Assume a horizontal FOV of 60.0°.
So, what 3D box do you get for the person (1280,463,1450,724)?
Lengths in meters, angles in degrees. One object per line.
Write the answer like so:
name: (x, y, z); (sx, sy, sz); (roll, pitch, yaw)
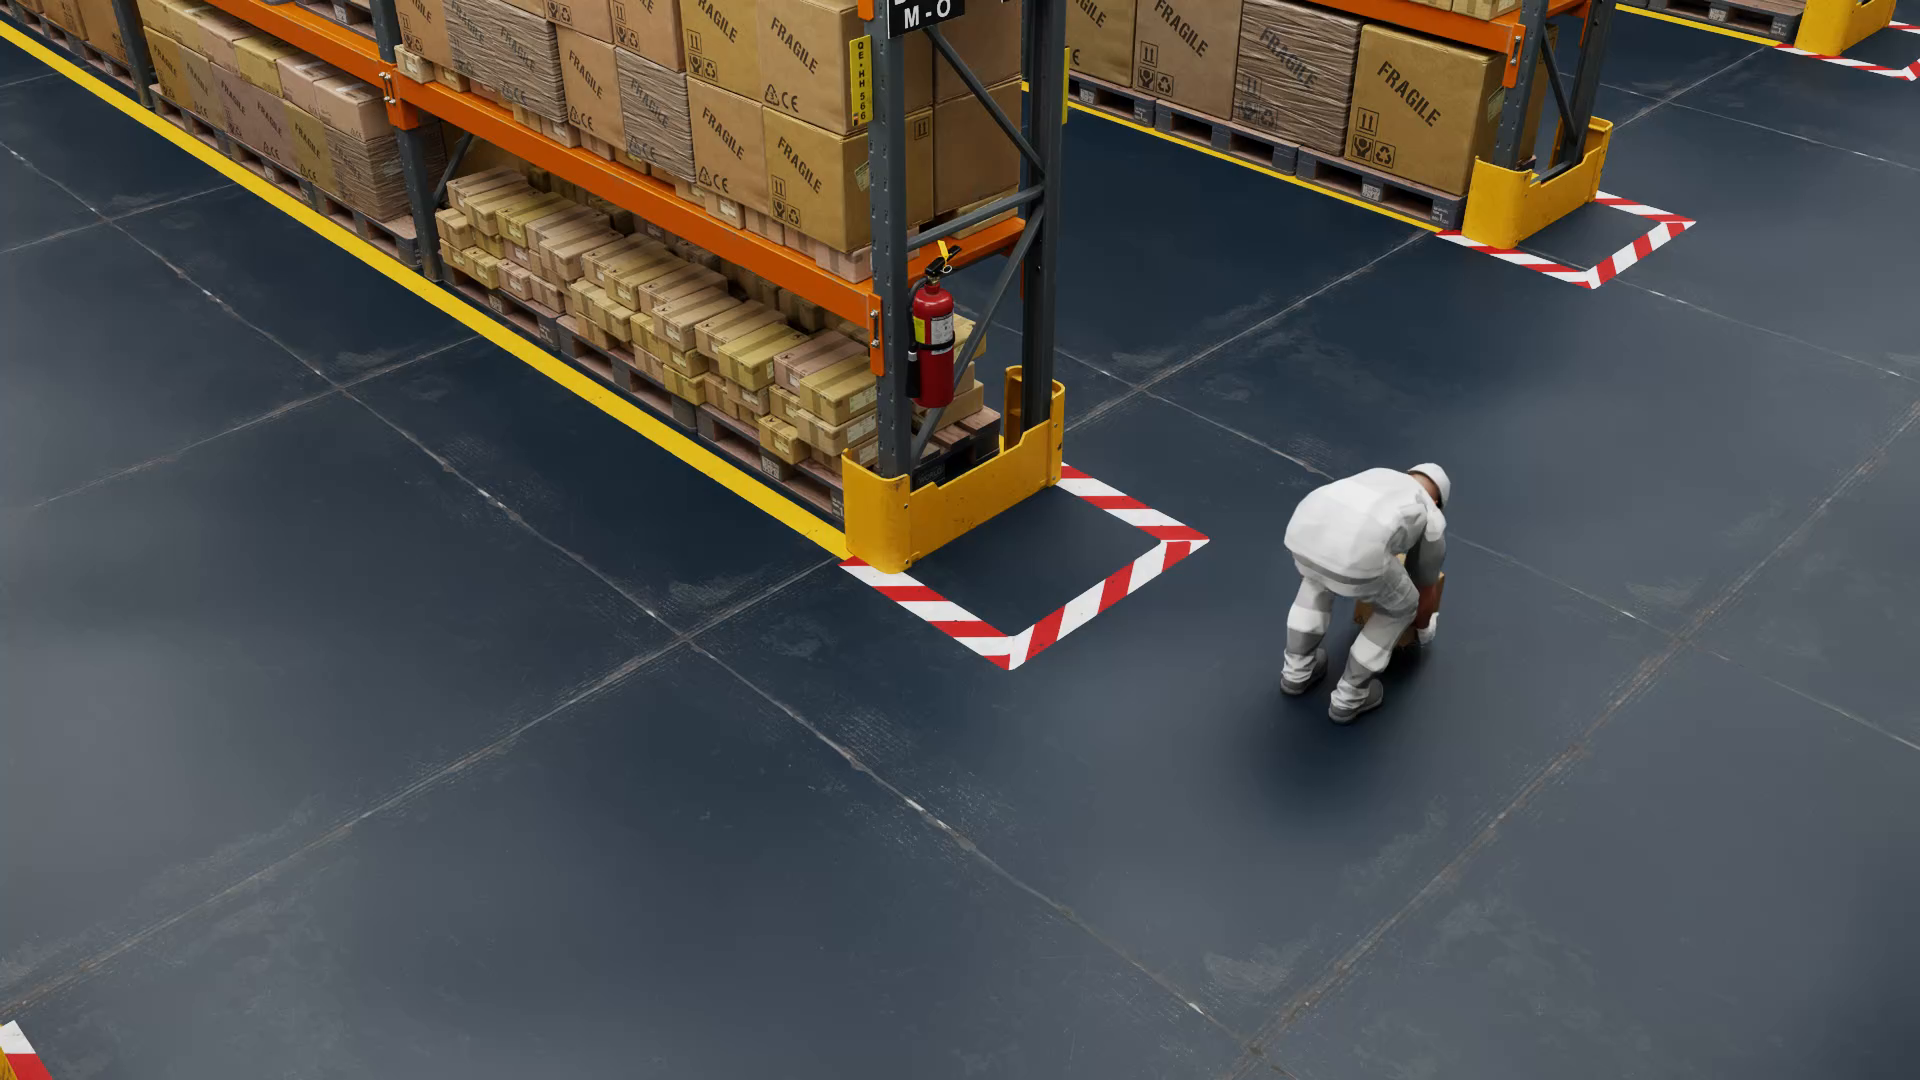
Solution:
person: (1.628, 0.130, 6.612); (0.526, 1.010, 0.952); (27, 43, 33)
